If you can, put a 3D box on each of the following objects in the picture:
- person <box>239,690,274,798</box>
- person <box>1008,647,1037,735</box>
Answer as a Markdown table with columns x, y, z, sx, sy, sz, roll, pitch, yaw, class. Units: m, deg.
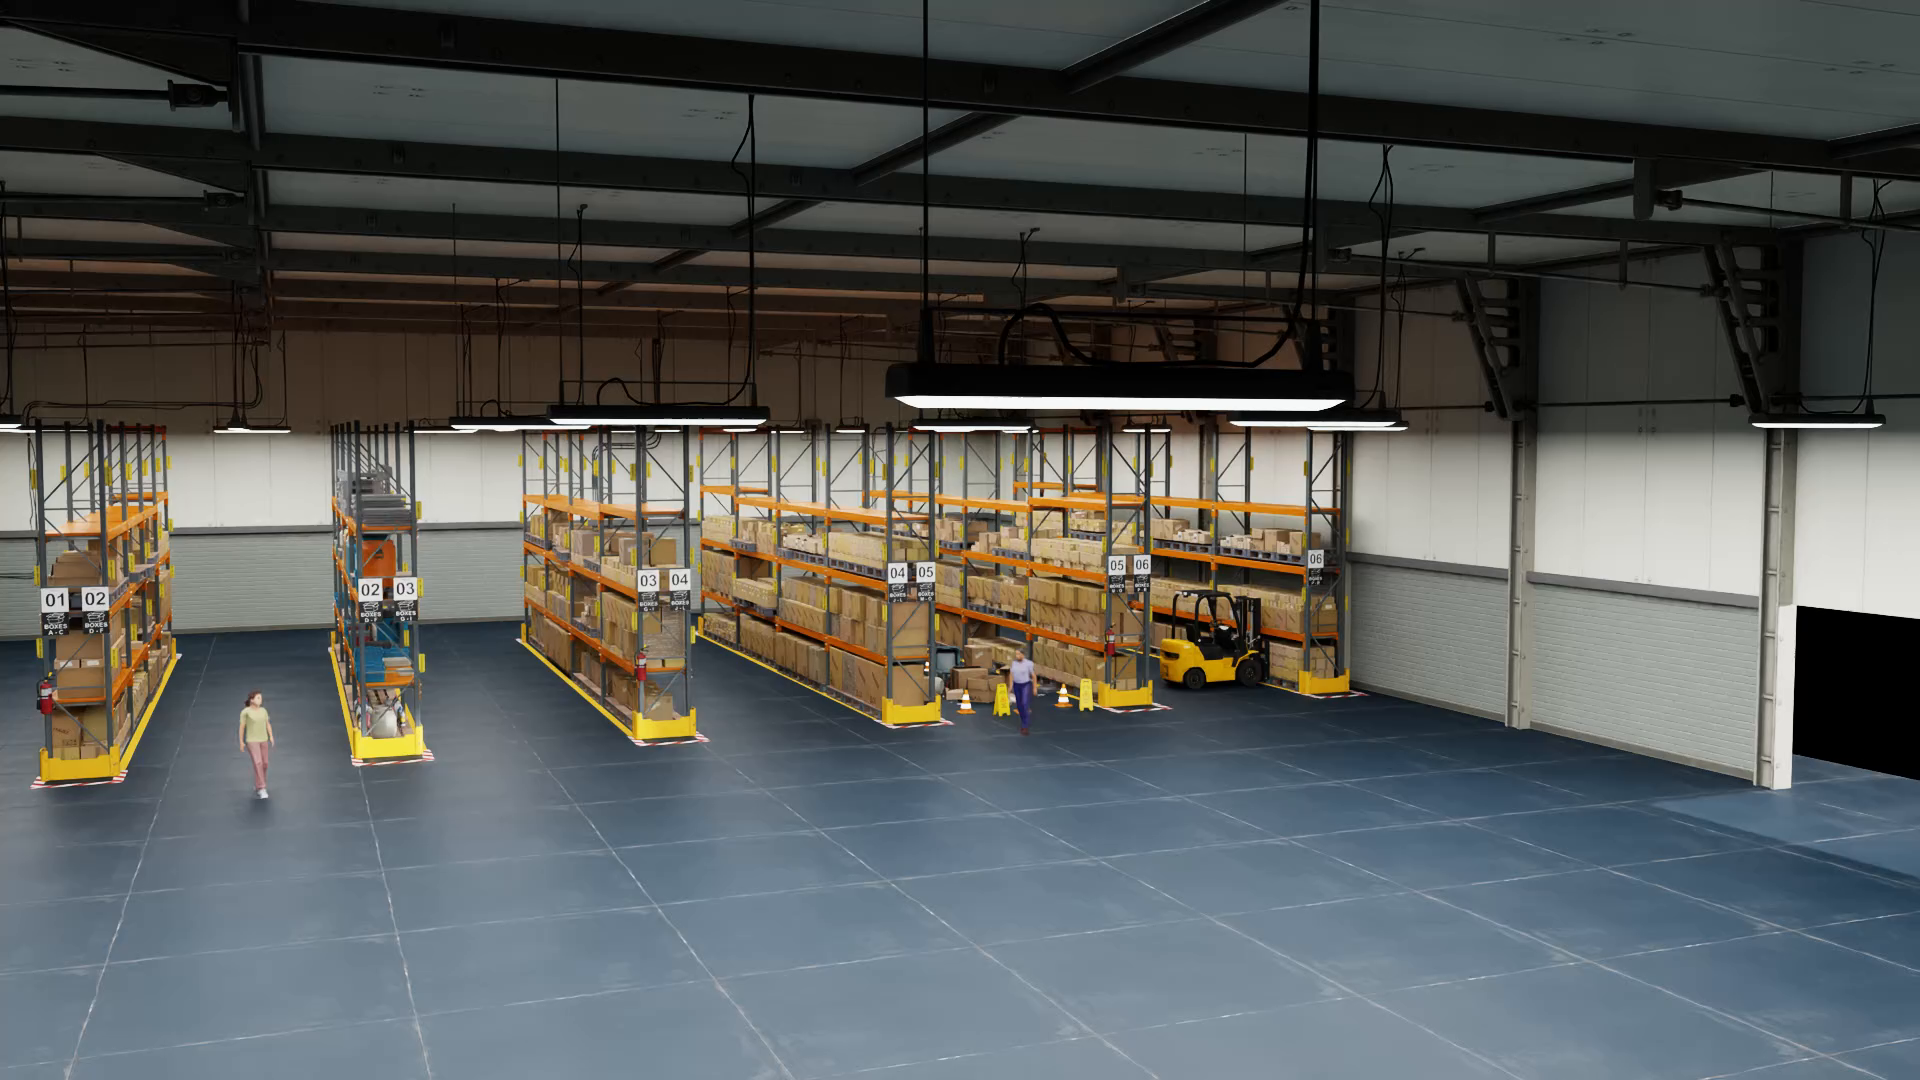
| x | y | z | sx | sy | sz | roll | pitch | yaw | class |
| --- | --- | --- | --- | --- | --- | --- | --- | --- | --- |
| -11.136 | 3.245 | 26.515 | 0.759 | 1.663 | 0.473 | 3 | 4 | 37 | person |
| 1.197 | 2.901 | 32.109 | 0.609 | 1.643 | 0.741 | 2 | 4 | 34 | person |
